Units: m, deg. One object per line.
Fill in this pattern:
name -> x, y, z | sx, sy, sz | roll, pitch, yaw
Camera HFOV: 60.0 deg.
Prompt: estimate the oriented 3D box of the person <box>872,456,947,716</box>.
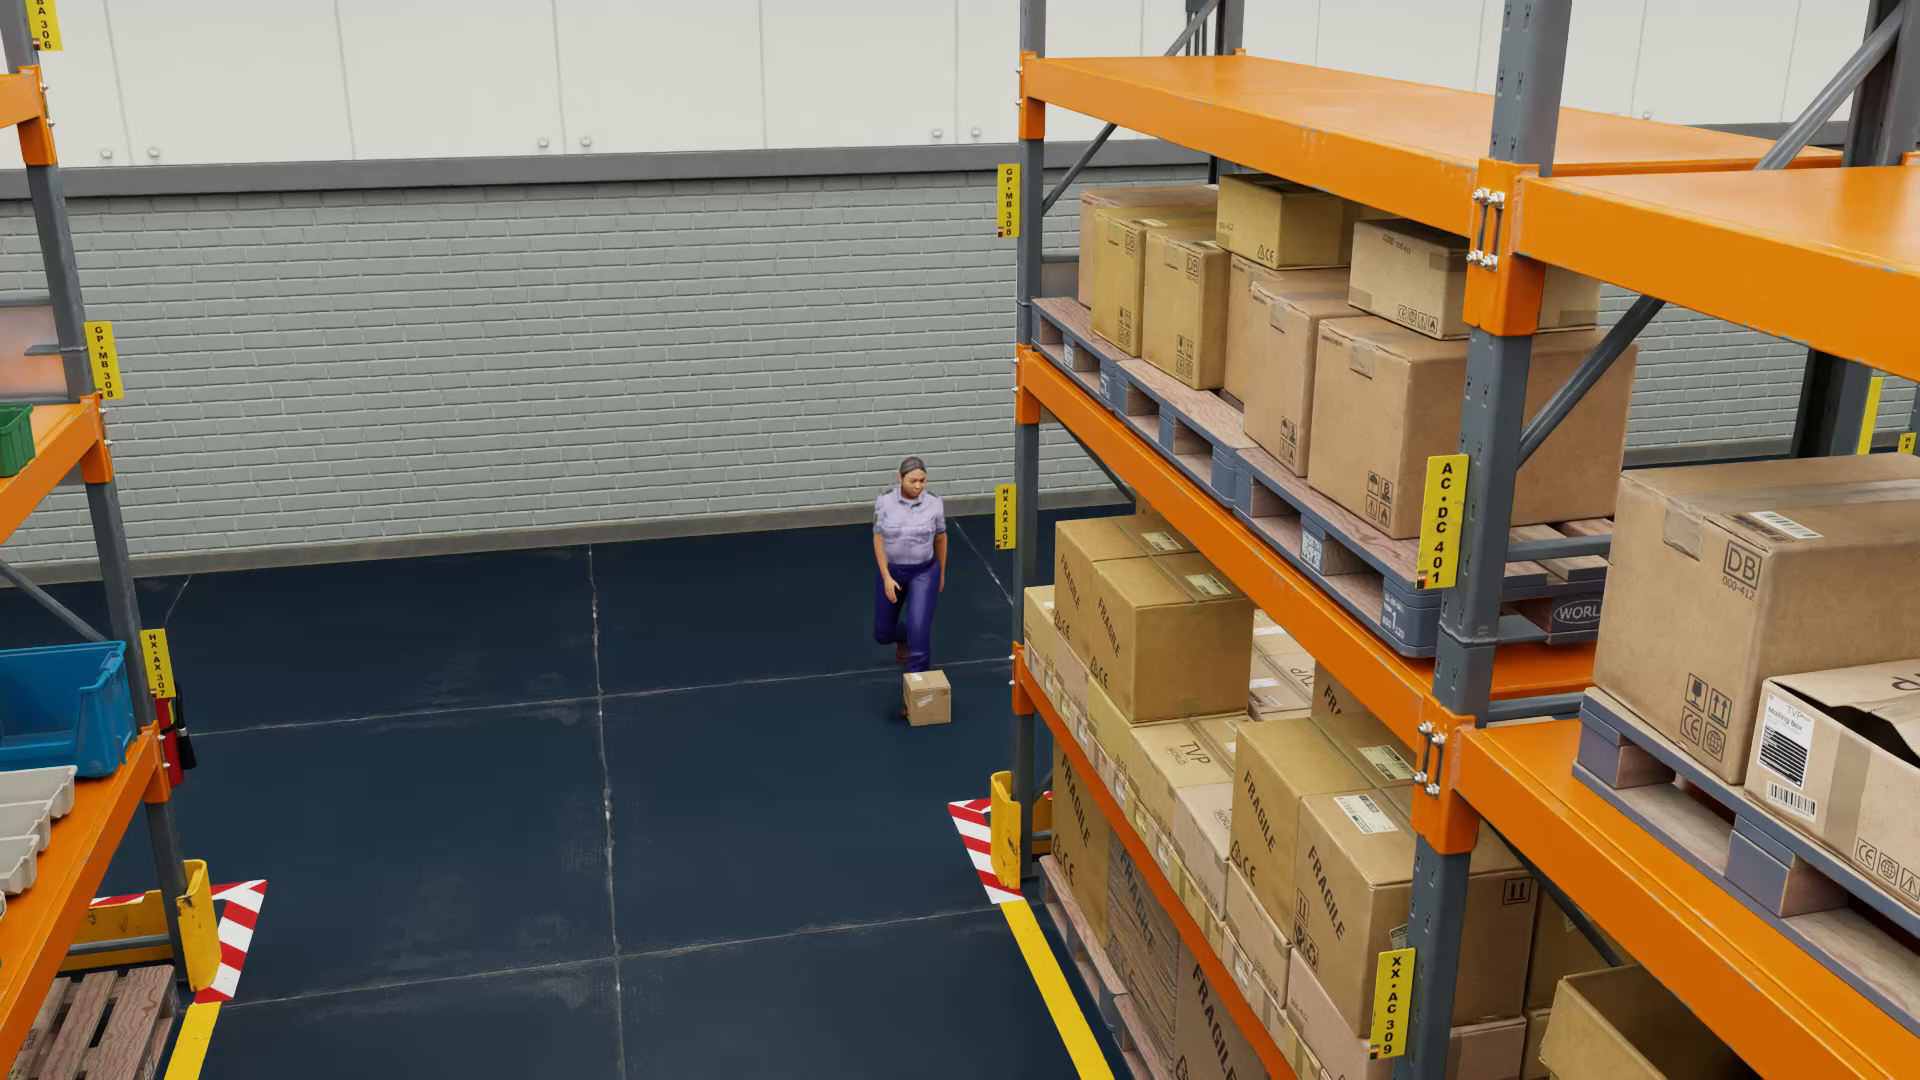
person -> -0.329, 0.222, 10.568 | 0.467, 1.555, 0.943 | 2, 20, 5
